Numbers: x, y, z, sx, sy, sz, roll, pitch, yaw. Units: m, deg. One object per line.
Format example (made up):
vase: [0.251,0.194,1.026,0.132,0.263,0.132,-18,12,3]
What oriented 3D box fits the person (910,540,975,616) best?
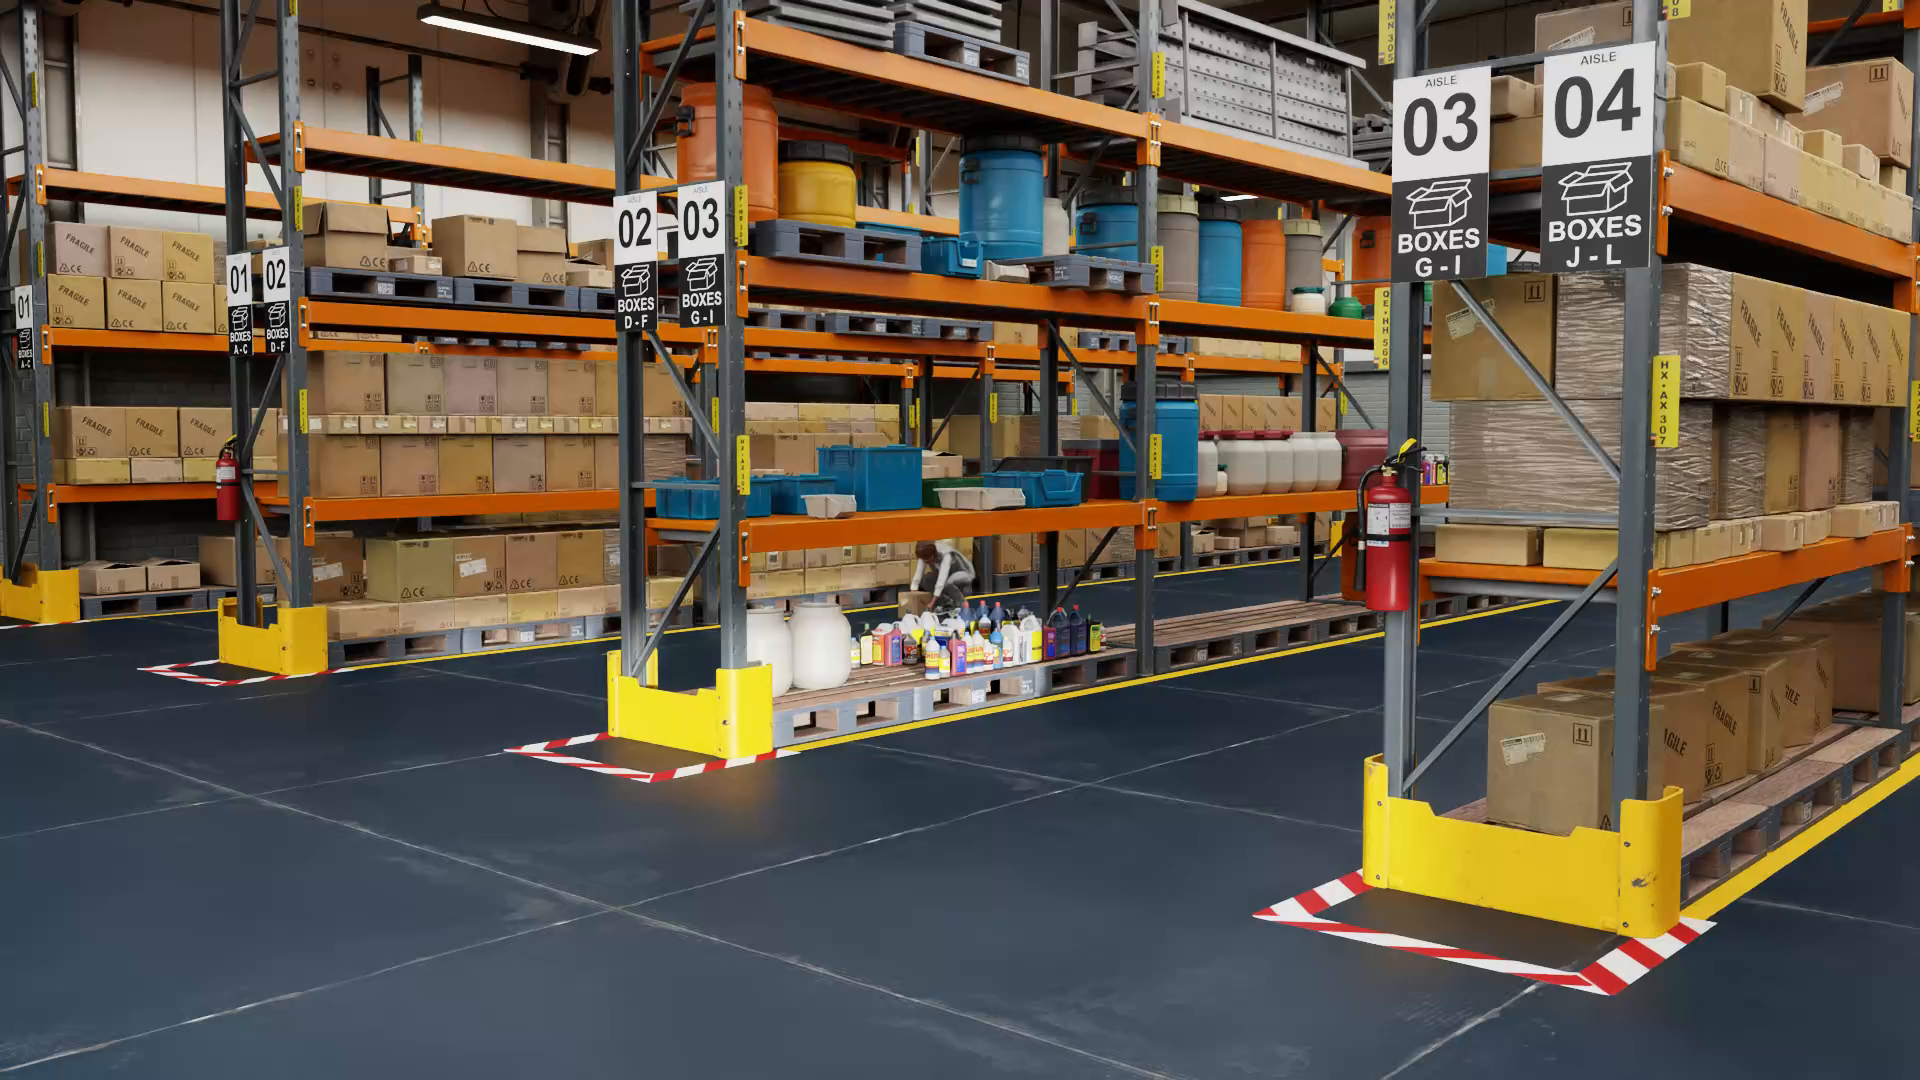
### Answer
person: [-0.171,0.365,16.405,0.439,0.784,0.803,3,5,42]
